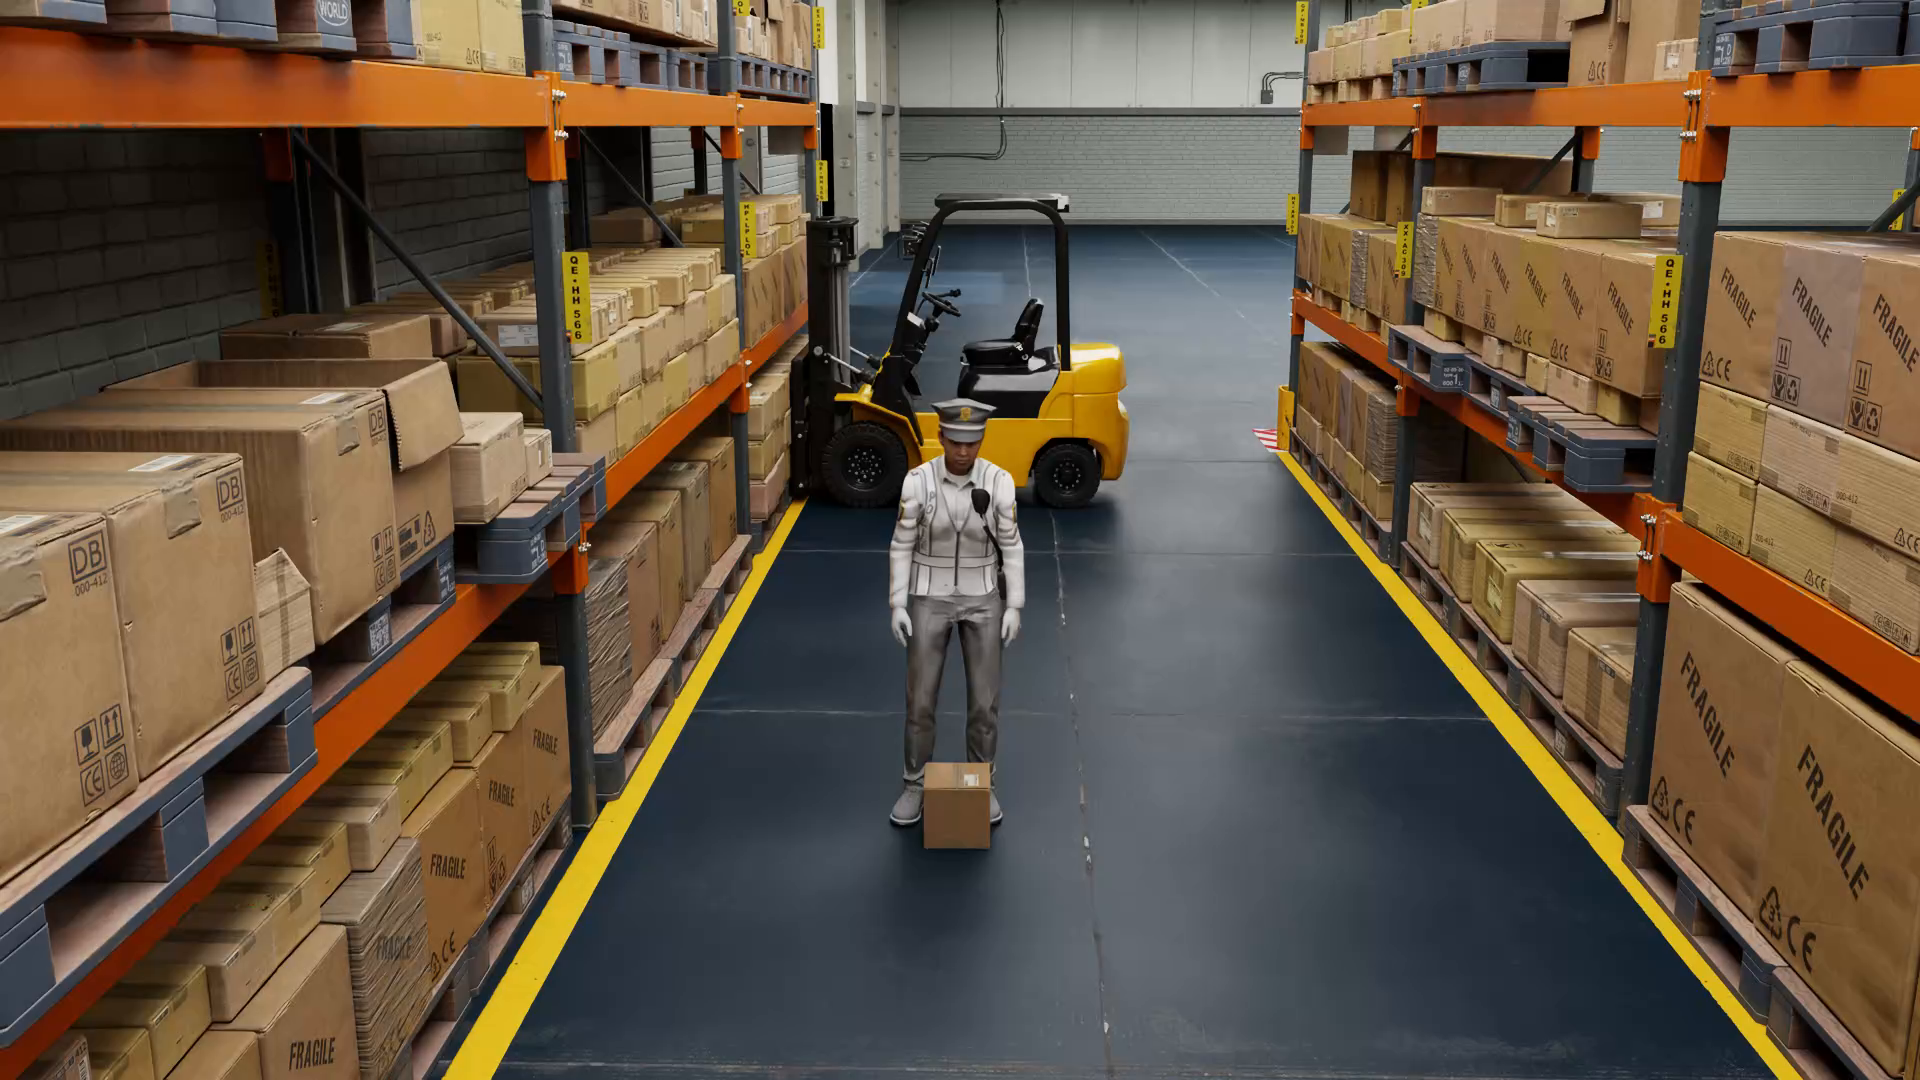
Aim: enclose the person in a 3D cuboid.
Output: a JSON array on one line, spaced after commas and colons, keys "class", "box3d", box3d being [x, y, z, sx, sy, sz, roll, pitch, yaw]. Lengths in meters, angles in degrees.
[{"class": "person", "box3d": [-0.012, 0.270, 6.414, 0.527, 1.661, 0.375, 0, 14, -1]}]
